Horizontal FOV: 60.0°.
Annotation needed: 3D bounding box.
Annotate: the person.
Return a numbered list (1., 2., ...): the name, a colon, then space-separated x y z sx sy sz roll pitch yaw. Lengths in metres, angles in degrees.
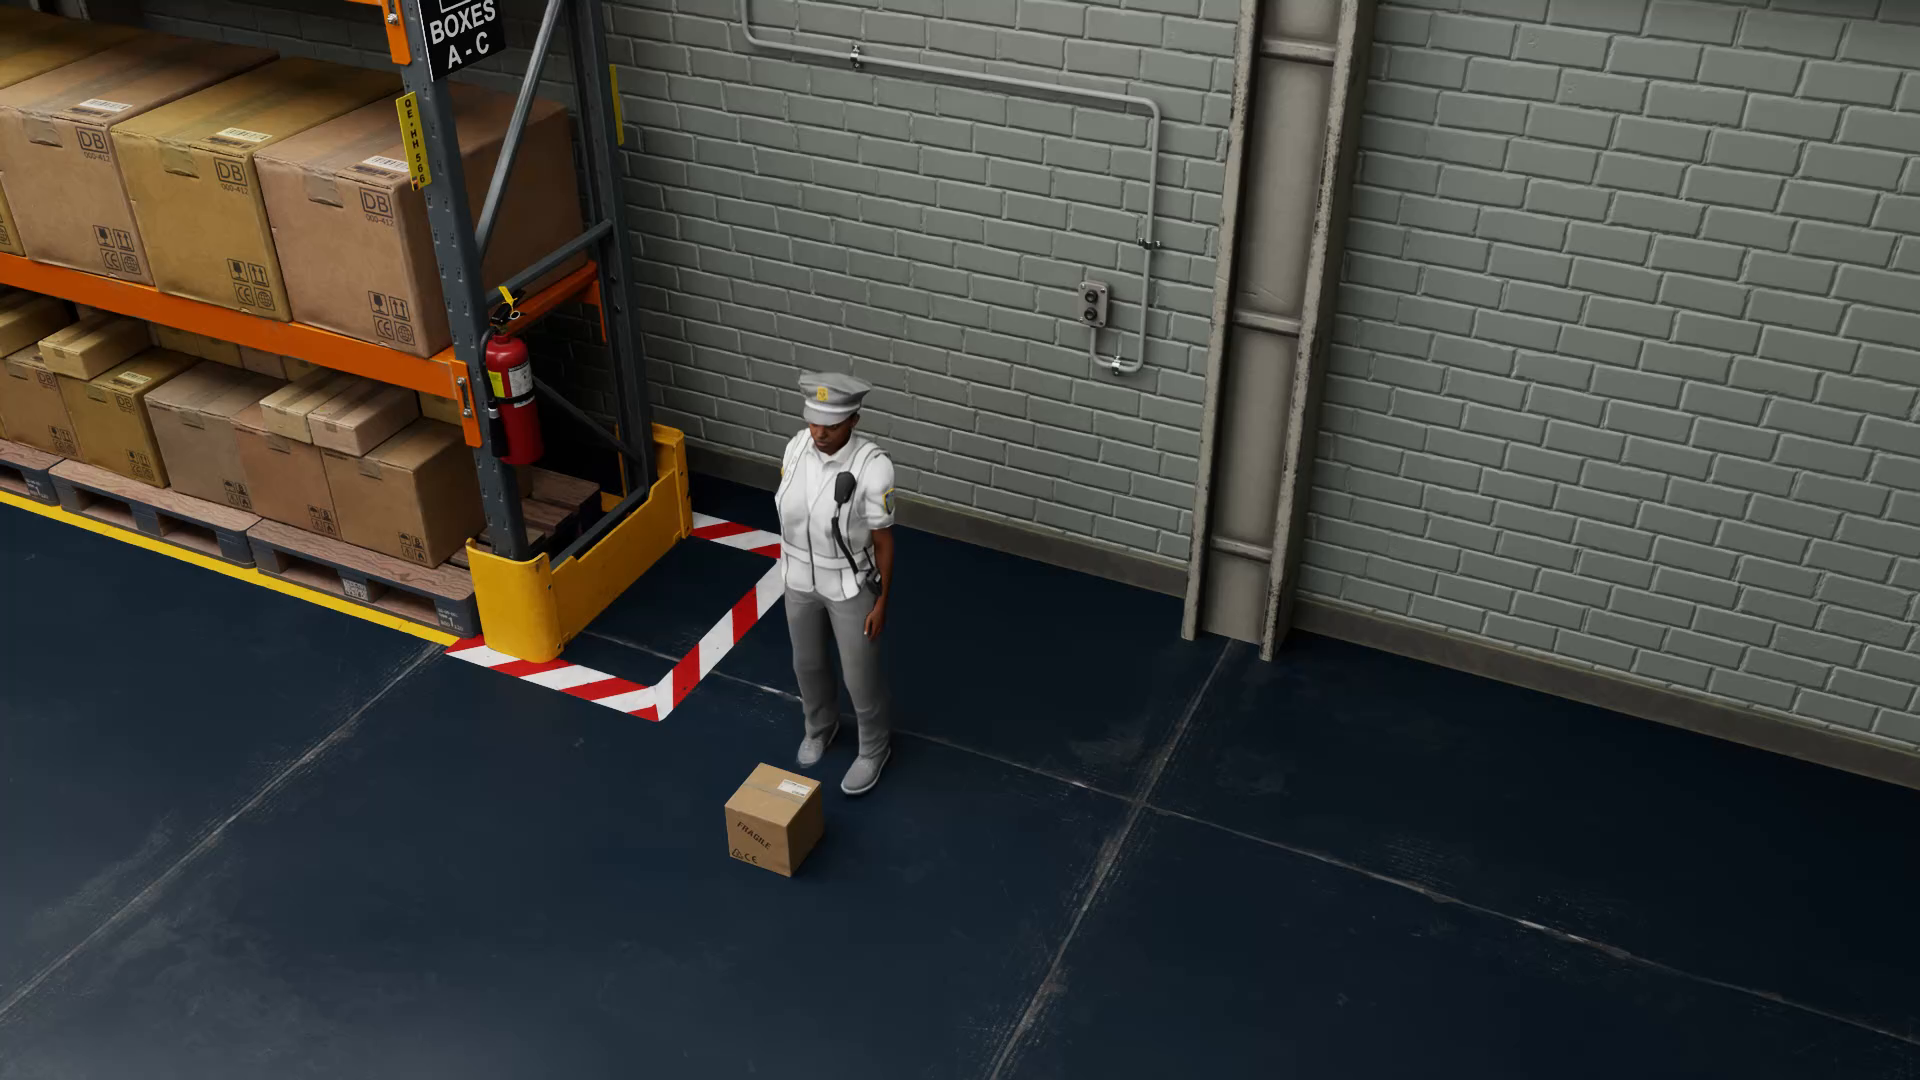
1. person: -7.121 1.373 3.980 10.475 1.882 10.277 15 37 21
